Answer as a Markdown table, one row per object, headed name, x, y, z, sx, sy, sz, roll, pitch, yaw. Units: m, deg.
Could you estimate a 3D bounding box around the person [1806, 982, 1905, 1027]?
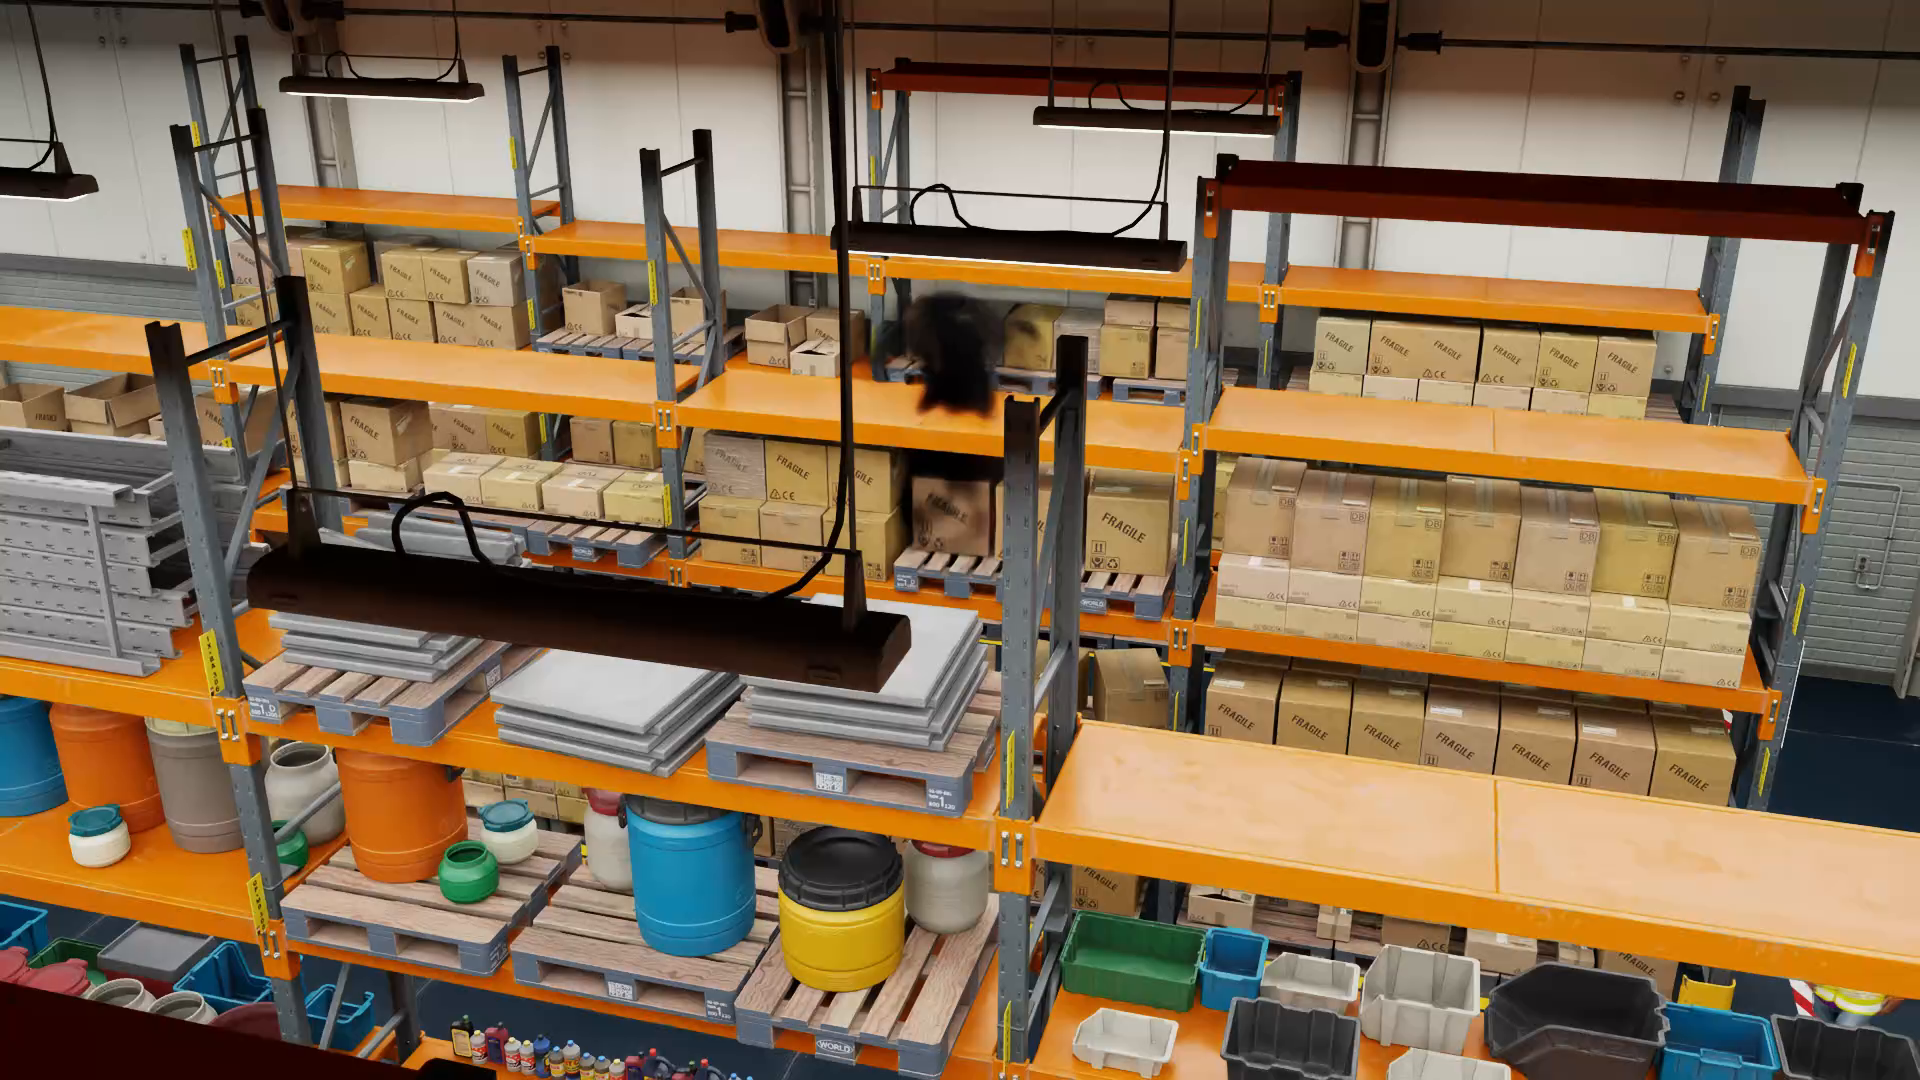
| name | x | y | z | sx | sy | sz | roll | pitch | yaw |
| --- | --- | --- | --- | --- | --- | --- | --- | --- | --- |
| person | 5.861 | 3.084 | 11.070 | 0.864 | 1.798 | 0.707 | -13 | 26 | -28 |
